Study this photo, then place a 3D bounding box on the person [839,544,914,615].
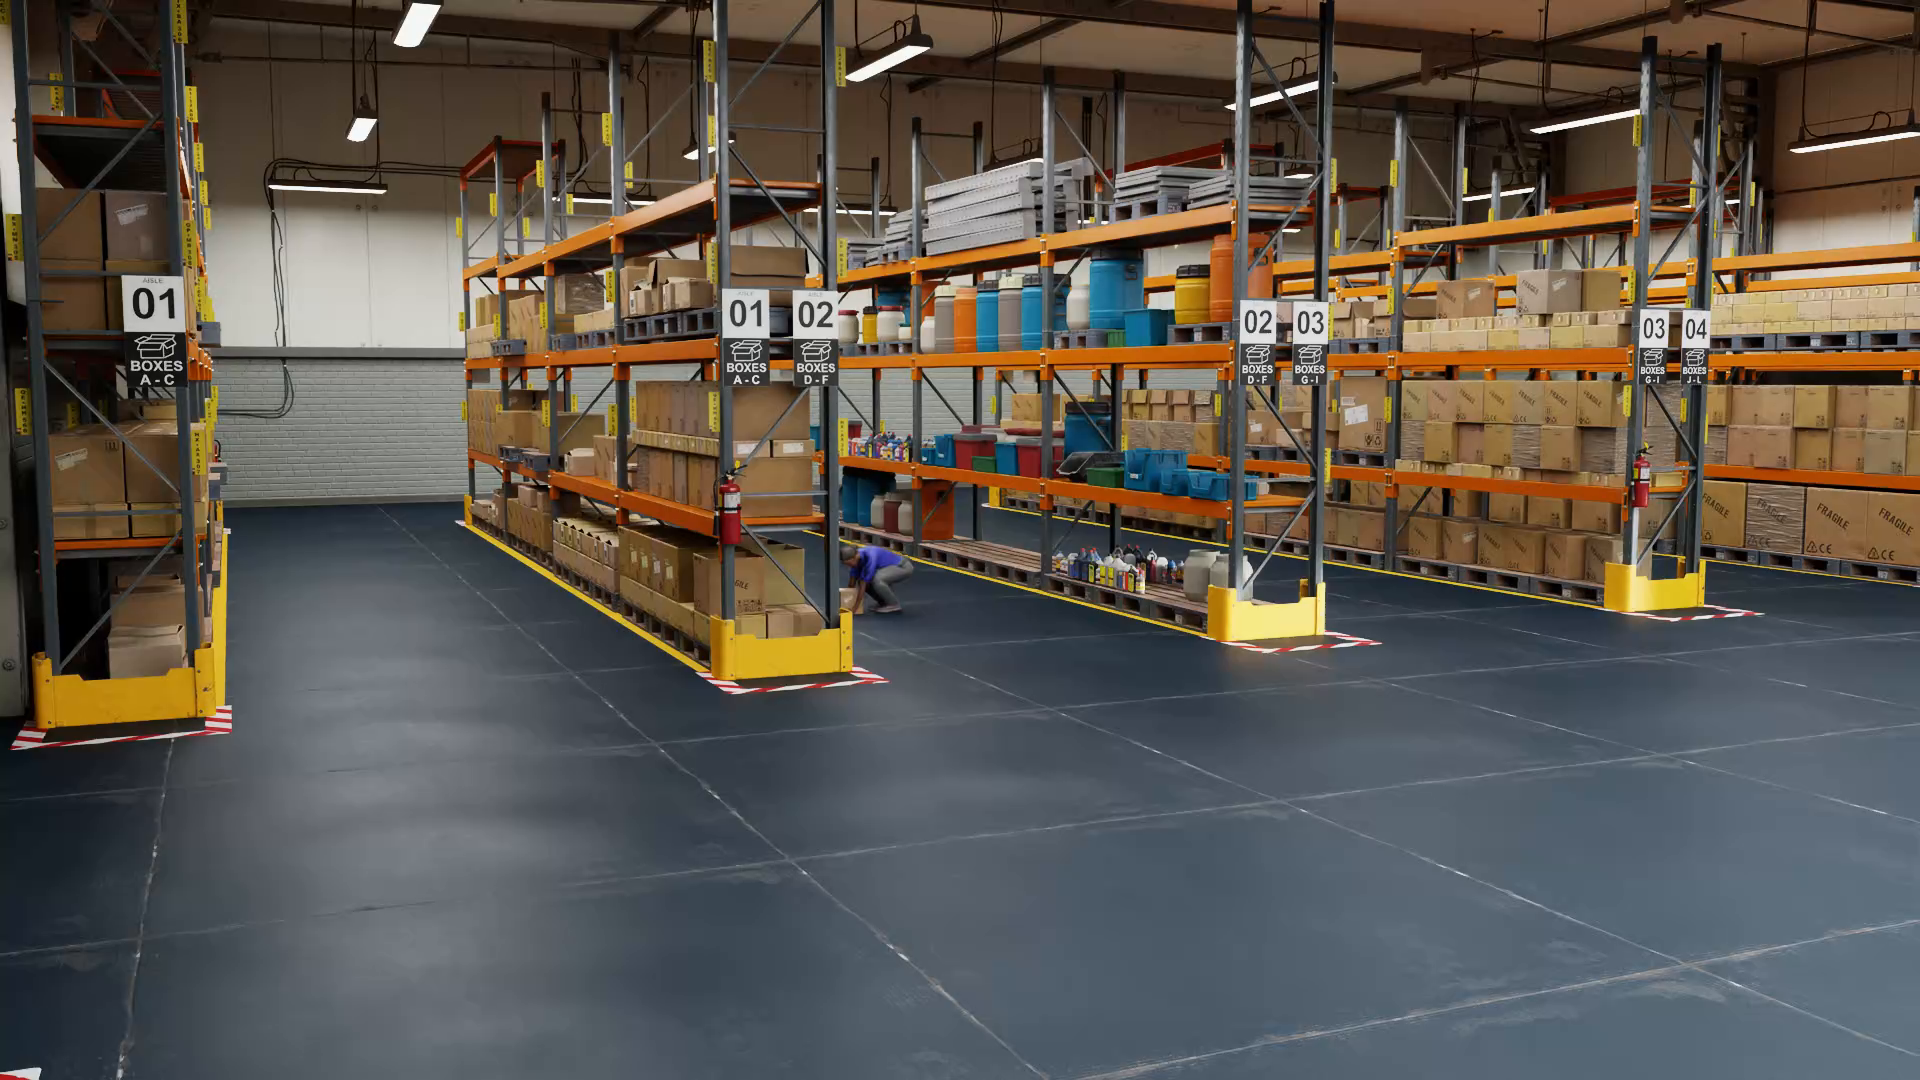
[{"bbox_3d":[-0.902,0.407,17.700,0.846,0.759,0.440,-3,6,-25],"label":"person"}]
